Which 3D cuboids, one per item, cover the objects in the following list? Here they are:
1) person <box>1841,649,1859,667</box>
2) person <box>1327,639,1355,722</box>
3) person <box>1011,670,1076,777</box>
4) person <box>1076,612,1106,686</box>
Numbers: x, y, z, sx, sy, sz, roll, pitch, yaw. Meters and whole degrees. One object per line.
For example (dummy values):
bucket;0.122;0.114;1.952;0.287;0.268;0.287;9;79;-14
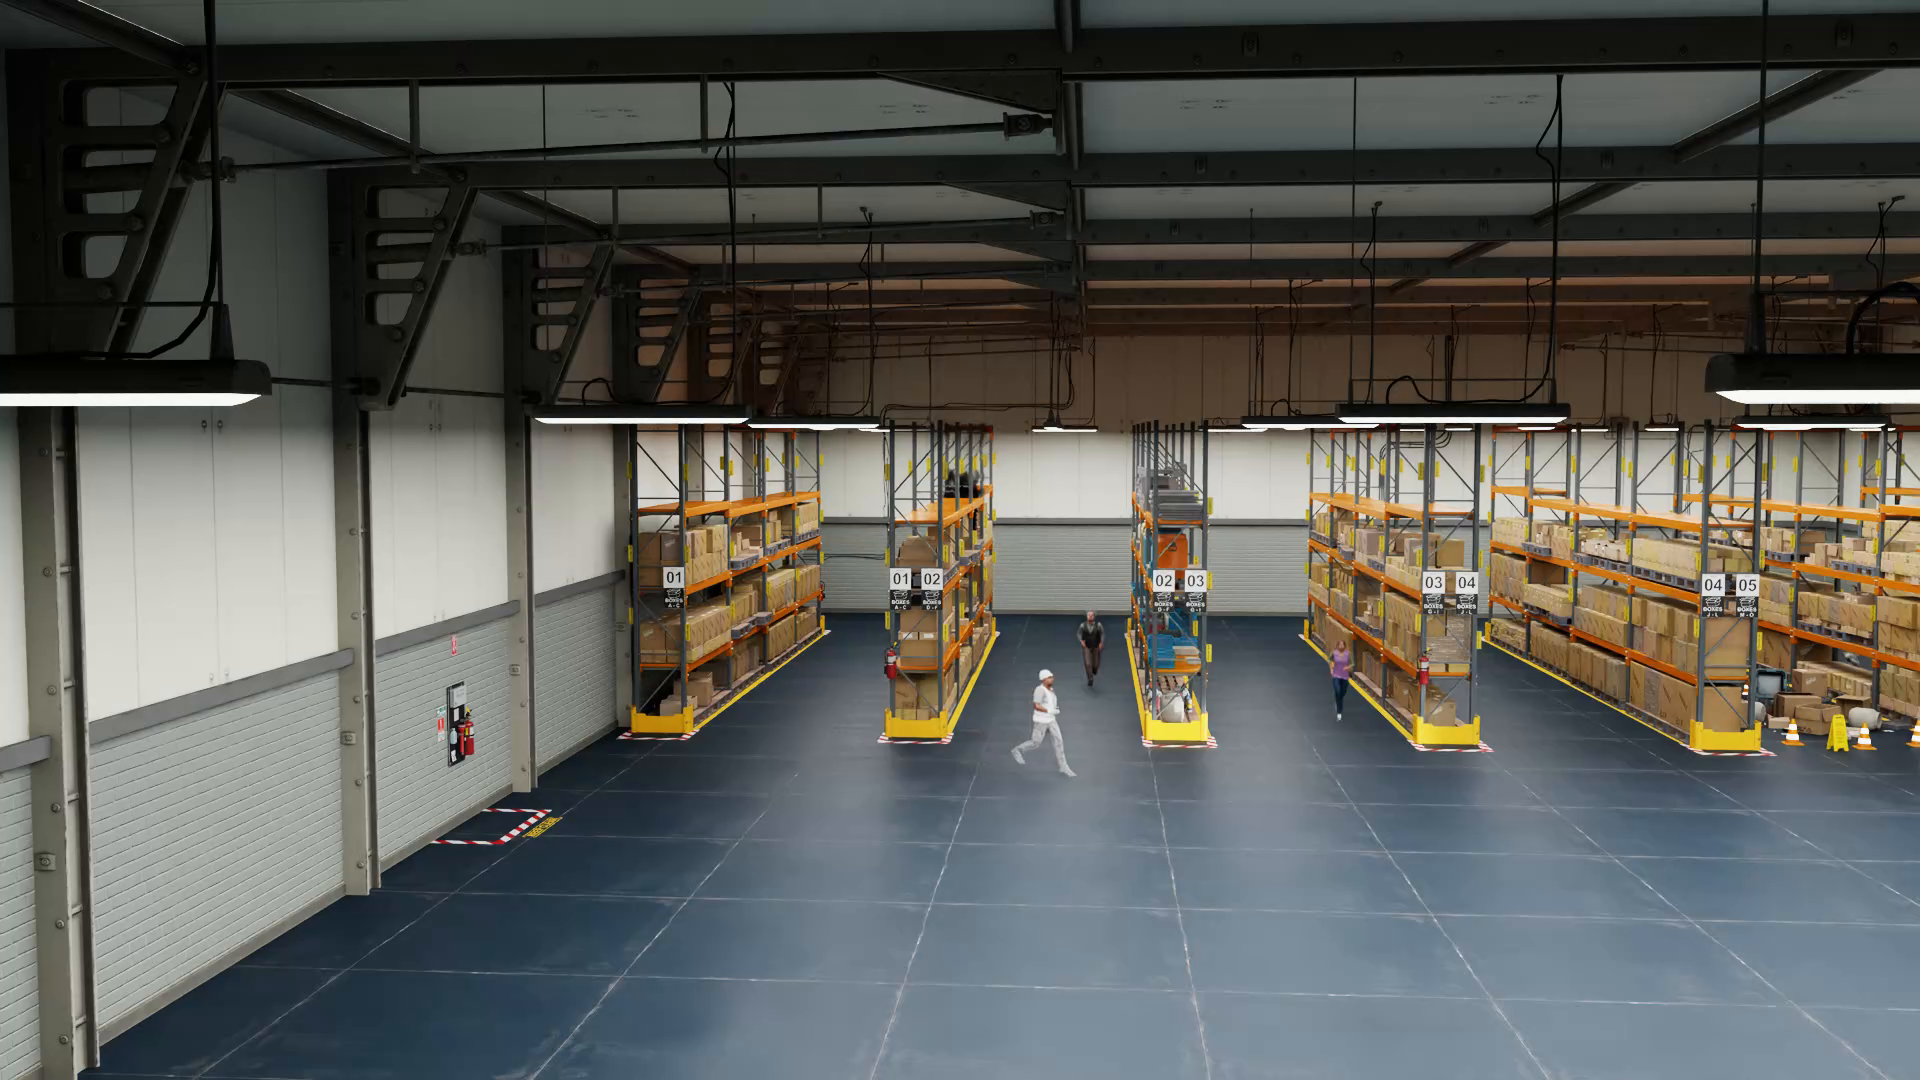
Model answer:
person;21.282;2.344;39.650;0.654;1.744;0.494;0;4;4
person;7.711;2.811;33.627;0.505;1.604;0.985;0;4;1
person;1.385;3.069;27.954;1.160;1.788;0.646;2;4;32
person;3.002;2.481;38.185;0.687;1.681;0.640;0;4;0
